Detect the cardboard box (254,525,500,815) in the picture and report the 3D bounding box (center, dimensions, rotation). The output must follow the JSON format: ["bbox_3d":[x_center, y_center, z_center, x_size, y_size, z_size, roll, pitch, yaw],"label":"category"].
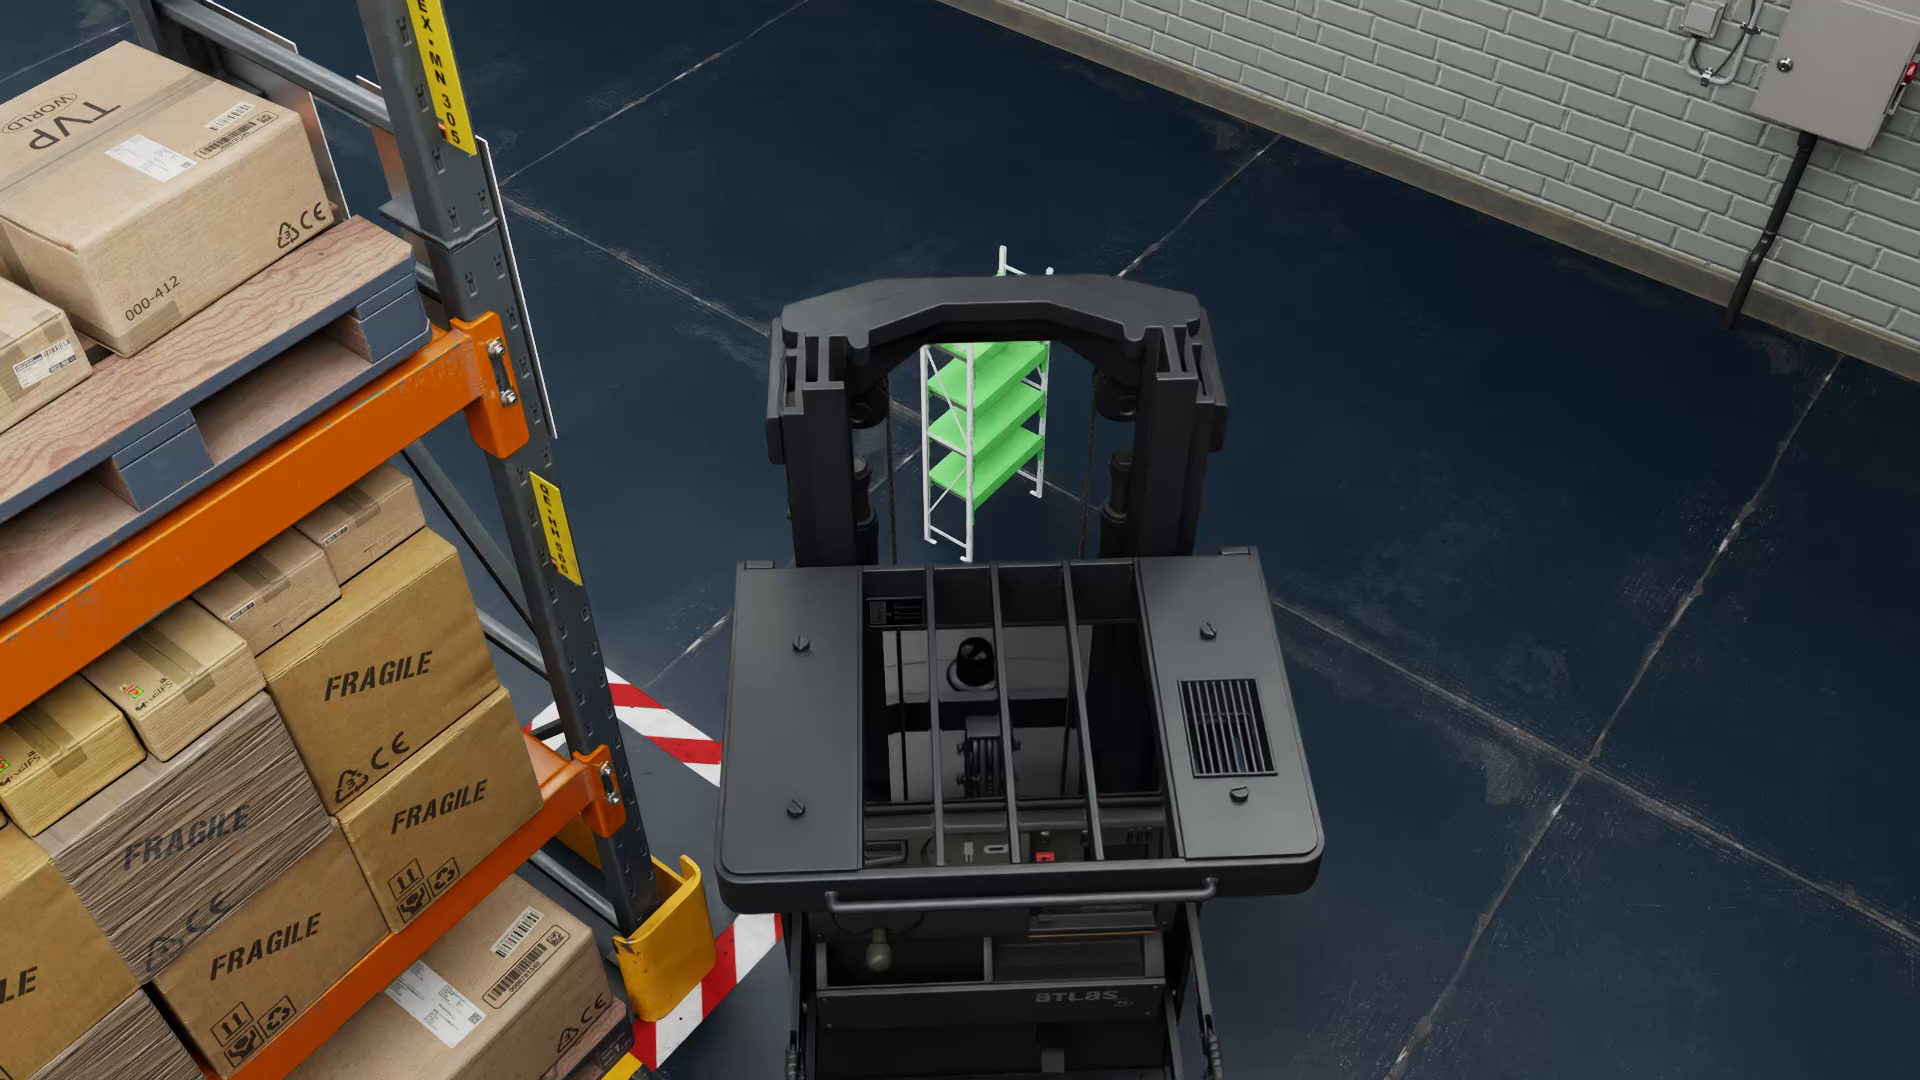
[{"bbox_3d":[-1.475,0.212,3.878,0.500,0.500,0.500,31,54,26],"label":"cardboard box"}]

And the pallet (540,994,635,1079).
[{"bbox_3d":[-1.796,1.666,5.178,1.003,0.211,1.213,29,53,25],"label":"pallet"}]

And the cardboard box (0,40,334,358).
[{"bbox_3d":[-1.573,-0.656,3.137,0.500,0.250,0.500,25,51,22],"label":"cardboard box"}]

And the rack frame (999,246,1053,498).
[{"bbox_3d":[0.250,-0.649,6.705,0.240,1.200,0.015,29,53,25],"label":"rack frame"}]

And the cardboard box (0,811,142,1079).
[{"bbox_3d":[-2.077,0.805,3.311,0.500,0.500,0.500,29,53,25],"label":"cardboard box"}]

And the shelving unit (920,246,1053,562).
[{"bbox_3d":[0.101,-0.509,6.571,0.258,1.200,0.503,29,53,25],"label":"shelving unit"}]

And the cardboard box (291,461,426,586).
[{"bbox_3d":[-1.430,-0.100,3.726,0.380,0.149,0.250,30,53,25],"label":"cardboard box"}]

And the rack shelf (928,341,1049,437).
[{"bbox_3d":[0.101,-0.631,6.444,0.258,0.148,0.480,29,53,25],"label":"rack shelf"}]

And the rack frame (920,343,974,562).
[{"bbox_3d":[-0.048,-0.370,6.438,0.240,1.200,0.015,29,53,25],"label":"rack frame"}]

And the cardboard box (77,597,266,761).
[{"bbox_3d":[-1.657,0.241,3.401,0.380,0.149,0.250,29,53,25],"label":"cardboard box"}]

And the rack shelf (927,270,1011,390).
[{"bbox_3d":[0.101,-0.797,6.270,0.258,0.148,0.480,29,53,25],"label":"rack shelf"}]

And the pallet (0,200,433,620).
[{"bbox_3d":[-1.814,-0.366,3.177,1.003,0.211,1.213,29,53,25],"label":"pallet"}]

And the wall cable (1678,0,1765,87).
[{"bbox_3d":[3.189,-2.757,6.771,0.588,1.984,0.122,29,53,25],"label":"wall cable"}]

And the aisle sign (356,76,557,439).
[{"bbox_3d":[-1.080,-0.592,3.608,0.394,0.787,0.004,29,53,25],"label":"aisle sign"}]

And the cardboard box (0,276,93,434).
[{"bbox_3d":[-1.766,-0.346,2.911,0.380,0.149,0.250,25,51,22],"label":"cardboard box"}]

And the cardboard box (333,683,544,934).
[{"bbox_3d":[-1.454,0.569,4.228,0.500,0.500,0.500,29,53,25],"label":"cardboard box"}]

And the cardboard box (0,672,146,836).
[{"bbox_3d":[-1.844,0.367,3.281,0.380,0.149,0.250,30,53,26],"label":"cardboard box"}]

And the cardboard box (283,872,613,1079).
[{"bbox_3d":[-1.693,1.372,5.011,0.875,0.438,0.875,27,52,24],"label":"cardboard box"}]

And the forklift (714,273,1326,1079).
[{"bbox_3d":[0.092,0.958,3.973,1.130,2.935,3.031,-2,46,-2],"label":"forklift"}]

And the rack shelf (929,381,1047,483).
[{"bbox_3d":[0.101,-0.465,6.618,0.258,0.148,0.480,29,53,25],"label":"rack shelf"}]

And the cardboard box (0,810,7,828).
[{"bbox_3d":[-2.060,0.485,3.168,0.380,0.149,0.250,29,53,25],"label":"cardboard box"}]

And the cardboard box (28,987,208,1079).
[{"bbox_3d":[-2.080,1.148,3.675,0.500,0.500,0.500,31,54,26],"label":"cardboard box"}]

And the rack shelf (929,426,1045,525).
[{"bbox_3d":[0.101,-0.299,6.791,0.258,0.148,0.480,29,53,25],"label":"rack shelf"}]

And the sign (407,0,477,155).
[{"bbox_3d":[-0.948,-0.856,3.026,0.100,0.325,0.005,29,53,25],"label":"sign"}]

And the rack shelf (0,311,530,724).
[{"bbox_3d":[-2.592,0.567,2.722,1.077,0.370,4.000,29,53,25],"label":"rack shelf"}]

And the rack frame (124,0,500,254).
[{"bbox_3d":[-1.369,-1.862,2.470,1.000,3.000,0.127,29,53,25],"label":"rack frame"}]

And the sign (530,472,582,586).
[{"bbox_3d":[-0.948,-0.024,3.898,0.100,0.325,0.005,29,53,25],"label":"sign"}]

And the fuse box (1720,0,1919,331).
[{"bbox_3d":[3.633,-1.569,7.230,0.539,1.711,0.414,29,53,25],"label":"fuse box"}]

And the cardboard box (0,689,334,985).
[{"bbox_3d":[-1.772,0.524,3.580,0.500,0.500,0.500,29,53,25],"label":"cardboard box"}]

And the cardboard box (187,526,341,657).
[{"bbox_3d":[-1.566,0.056,3.577,0.380,0.149,0.250,30,53,26],"label":"cardboard box"}]

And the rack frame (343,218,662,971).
[{"bbox_3d":[-1.369,0.210,4.639,1.000,3.000,0.127,29,53,25],"label":"rack frame"}]

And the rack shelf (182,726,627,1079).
[{"bbox_3d":[-2.592,1.603,3.806,1.077,0.370,4.000,29,53,25],"label":"rack shelf"}]

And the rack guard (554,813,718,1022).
[{"bbox_3d":[-1.354,1.060,5.556,1.175,0.500,0.348,29,53,25],"label":"rack guard"}]

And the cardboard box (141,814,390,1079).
[{"bbox_3d":[-1.773,0.849,3.960,0.500,0.500,0.500,28,52,24],"label":"cardboard box"}]

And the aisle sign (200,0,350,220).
[{"bbox_3d":[-1.554,-0.857,3.861,0.394,0.787,0.004,29,53,25],"label":"aisle sign"}]
